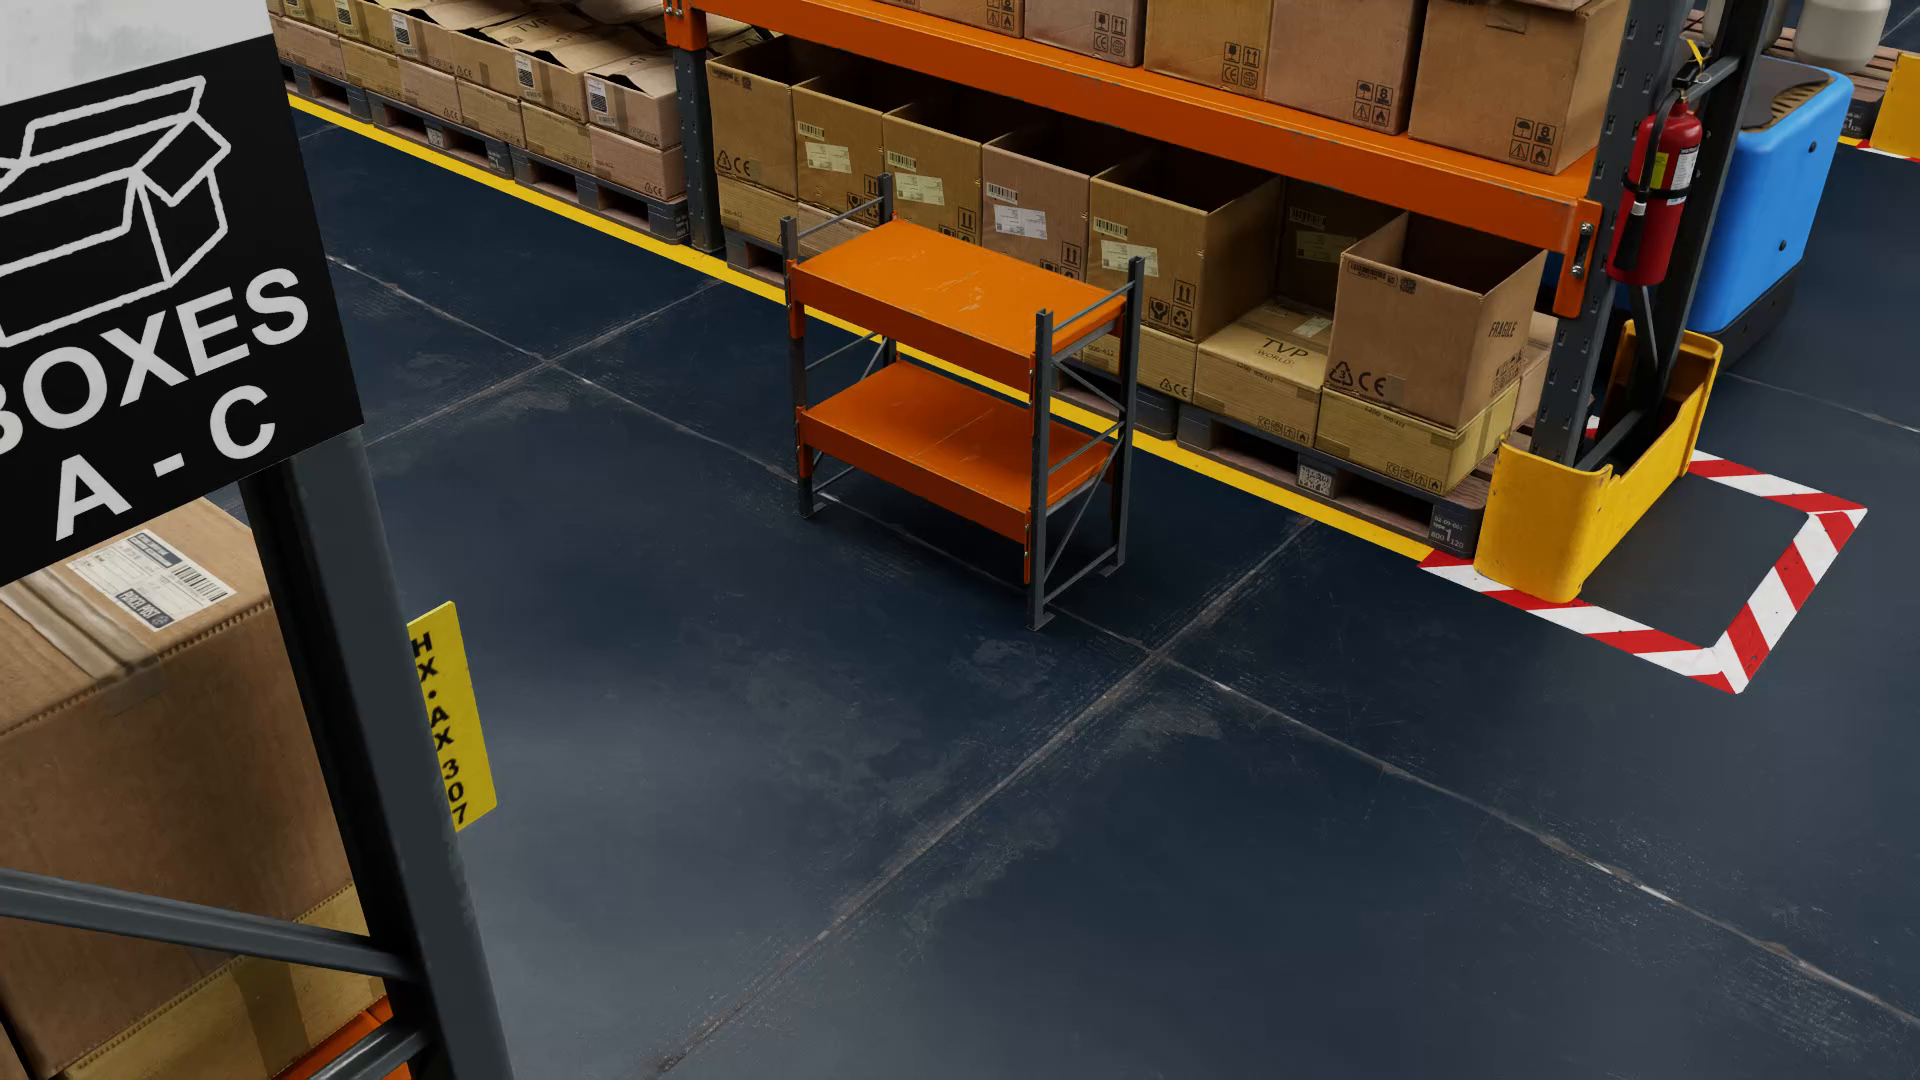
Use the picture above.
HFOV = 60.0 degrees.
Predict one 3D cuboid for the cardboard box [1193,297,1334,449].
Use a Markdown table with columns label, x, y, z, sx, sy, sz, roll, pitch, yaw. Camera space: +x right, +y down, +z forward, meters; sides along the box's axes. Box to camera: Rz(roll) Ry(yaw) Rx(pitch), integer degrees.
| label | x | y | z | sx | sy | sz | roll | pitch | yaw |
| --- | --- | --- | --- | --- | --- | --- | --- | --- | --- |
| cardboard box | 1.201 | -0.618 | 6.059 | 0.500 | 0.250 | 0.500 | 25 | 42 | 32 |

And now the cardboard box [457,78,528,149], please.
| label | x | y | z | sx | sy | sz | roll | pitch | yaw |
| --- | --- | --- | --- | --- | --- | --- | --- | --- | --- |
| cardboard box | -2.165 | -2.219 | 8.389 | 0.500 | 0.250 | 0.500 | 26 | 42 | 33 |

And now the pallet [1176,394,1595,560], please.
| label | x | y | z | sx | sy | sz | roll | pitch | yaw |
| --- | --- | --- | --- | --- | --- | --- | --- | --- | --- |
| pallet | 1.580 | -0.446 | 6.214 | 1.213 | 0.211 | 1.003 | 25 | 42 | 32 |

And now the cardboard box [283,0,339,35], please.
| label | x | y | z | sx | sy | sz | roll | pitch | yaw |
| --- | --- | --- | --- | --- | --- | --- | --- | --- | --- |
| cardboard box | -3.330 | -3.002 | 9.033 | 0.500 | 0.311 | 0.500 | 24 | 41 | 31 |

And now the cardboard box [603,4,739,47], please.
| label | x | y | z | sx | sy | sz | roll | pitch | yaw |
| --- | --- | --- | --- | --- | --- | --- | --- | --- | --- |
| cardboard box | -1.420 | -2.498 | 8.301 | 0.500 | 0.311 | 0.500 | 25 | 42 | 31 |

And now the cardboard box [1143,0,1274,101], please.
| label | x | y | z | sx | sy | sz | roll | pitch | yaw |
| --- | --- | --- | --- | --- | --- | --- | --- | --- | --- |
| cardboard box | 1.059 | -1.923 | 5.813 | 0.500 | 0.500 | 0.700 | 26 | 42 | 32 |

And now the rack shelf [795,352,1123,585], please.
| label | x | y | z | sx | sy | sz | roll | pitch | yaw |
| --- | --- | --- | --- | --- | --- | --- | --- | --- | --- |
| rack shelf | -0.005 | -0.265 | 5.574 | 1.000 | 0.278 | 0.538 | 25 | 42 | 32 |

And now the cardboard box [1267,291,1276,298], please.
| label | x | y | z | sx | sy | sz | roll | pitch | yaw |
| --- | --- | --- | --- | --- | --- | --- | --- | --- | --- |
| cardboard box | 1.154 | -1.029 | 6.656 | 0.500 | 0.250 | 0.500 | 25 | 42 | 32 |

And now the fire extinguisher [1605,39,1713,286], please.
| label | x | y | z | sx | sy | sz | roll | pitch | yaw |
| --- | --- | --- | --- | --- | --- | --- | --- | --- | --- |
| fire extinguisher | 1.988 | -1.060 | 4.713 | 0.183 | 0.674 | 0.296 | 25 | 42 | 32 |

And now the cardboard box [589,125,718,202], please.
| label | x | y | z | sx | sy | sz | roll | pitch | yaw |
| --- | --- | --- | --- | --- | --- | --- | --- | --- | --- |
| cardboard box | -1.384 | -1.850 | 7.852 | 0.500 | 0.250 | 0.500 | 25 | 42 | 31 |

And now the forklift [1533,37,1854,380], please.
| label | x | y | z | sx | sy | sz | roll | pitch | yaw |
| --- | --- | --- | --- | --- | --- | --- | --- | --- | --- |
| forklift | 2.087 | -2.505 | 6.808 | 3.031 | 2.935 | 1.130 | 27 | 43 | 34 |

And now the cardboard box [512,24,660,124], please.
| label | x | y | z | sx | sy | sz | roll | pitch | yaw |
| --- | --- | --- | --- | --- | --- | --- | --- | --- | --- |
| cardboard box | -1.779 | -2.264 | 7.960 | 0.500 | 0.311 | 0.500 | 27 | 42 | 33 |

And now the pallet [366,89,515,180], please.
| label | x | y | z | sx | sy | sz | roll | pitch | yaw |
| --- | --- | --- | --- | --- | --- | --- | --- | --- | --- |
| pallet | -2.413 | -2.328 | 8.954 | 1.213 | 0.211 | 1.003 | 25 | 42 | 32 |

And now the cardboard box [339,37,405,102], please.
| label | x | y | z | sx | sy | sz | roll | pitch | yaw |
| --- | --- | --- | --- | --- | --- | --- | --- | --- | --- |
| cardboard box | -2.949 | -2.590 | 8.929 | 0.500 | 0.250 | 0.500 | 24 | 41 | 31 |

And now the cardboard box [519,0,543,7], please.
| label | x | y | z | sx | sy | sz | roll | pitch | yaw |
| --- | --- | --- | --- | --- | --- | --- | --- | --- | --- |
| cardboard box | -2.221 | -2.871 | 8.844 | 0.500 | 0.311 | 0.500 | 27 | 42 | 33 |

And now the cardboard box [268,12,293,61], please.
| label | x | y | z | sx | sy | sz | roll | pitch | yaw |
| --- | --- | --- | --- | --- | --- | --- | --- | --- | --- |
| cardboard box | -3.739 | -2.957 | 9.464 | 0.500 | 0.250 | 0.500 | 25 | 42 | 32 |

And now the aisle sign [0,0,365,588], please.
| label | x | y | z | sx | sy | sz | roll | pitch | yaw |
| --- | --- | --- | --- | --- | --- | --- | --- | --- | --- |
| aisle sign | -0.725 | -0.357 | 1.323 | 0.004 | 0.787 | 0.394 | 25 | 42 | 32 |

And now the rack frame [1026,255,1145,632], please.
| label | x | y | z | sx | sy | sz | roll | pitch | yaw |
| --- | --- | --- | --- | --- | --- | --- | --- | --- | --- |
| rack frame | 0.385 | -0.282 | 5.167 | 0.032 | 1.125 | 0.500 | 25 | 42 | 32 |

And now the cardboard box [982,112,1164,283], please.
| label | x | y | z | sx | sy | sz | roll | pitch | yaw |
| --- | --- | --- | --- | --- | --- | --- | --- | --- | --- |
| cardboard box | 0.430 | -1.288 | 6.372 | 0.500 | 0.500 | 0.500 | 25 | 42 | 32 |

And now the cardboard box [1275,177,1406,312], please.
| label | x | y | z | sx | sy | sz | roll | pitch | yaw |
| --- | --- | --- | --- | --- | --- | --- | --- | --- | --- |
| cardboard box | 1.539 | -1.157 | 6.181 | 0.500 | 0.500 | 0.500 | 25 | 42 | 32 |

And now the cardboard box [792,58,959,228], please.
| label | x | y | z | sx | sy | sz | roll | pitch | yaw |
| --- | --- | --- | --- | --- | --- | --- | --- | --- | --- |
| cardboard box | -0.335 | -1.653 | 6.903 | 0.500 | 0.500 | 0.500 | 25 | 42 | 32 |

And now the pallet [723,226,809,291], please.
| label | x | y | z | sx | sy | sz | roll | pitch | yaw |
| --- | --- | --- | --- | --- | --- | --- | --- | --- | --- |
| pallet | -0.296 | -1.330 | 7.500 | 1.213 | 0.211 | 1.003 | 25 | 42 | 32 |

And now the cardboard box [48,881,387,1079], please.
| label | x | y | z | sx | sy | sz | roll | pitch | yaw |
| --- | --- | --- | --- | --- | --- | --- | --- | --- | --- |
| cardboard box | -1.144 | 0.558 | 2.402 | 0.500 | 0.250 | 0.500 | 24 | 41 | 31 |

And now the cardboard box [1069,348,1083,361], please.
| label | x | y | z | sx | sy | sz | roll | pitch | yaw |
| --- | --- | --- | --- | --- | --- | --- | --- | --- | --- |
| cardboard box | 0.432 | -0.981 | 6.586 | 0.500 | 0.250 | 0.500 | 25 | 42 | 32 |

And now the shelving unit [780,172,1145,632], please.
| label | x | y | z | sx | sy | sz | roll | pitch | yaw |
| --- | --- | --- | --- | --- | --- | --- | --- | --- | --- |
| shelving unit | -0.005 | -0.466 | 5.435 | 1.048 | 1.125 | 0.538 | 25 | 42 | 32 |

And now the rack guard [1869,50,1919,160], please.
| label | x | y | z | sx | sy | sz | roll | pitch | yaw |
| --- | --- | --- | --- | --- | --- | --- | --- | --- | --- |
| rack guard | 5.278 | -2.467 | 8.901 | 0.348 | 0.500 | 1.175 | 25 | 42 | 32 |

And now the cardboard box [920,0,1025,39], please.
| label | x | y | z | sx | sy | sz | roll | pitch | yaw |
| --- | --- | --- | --- | --- | --- | --- | --- | --- | --- |
| cardboard box | 0.258 | -2.298 | 6.358 | 0.500 | 0.500 | 0.700 | 26 | 42 | 32 |

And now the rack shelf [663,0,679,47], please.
| label | x | y | z | sx | sy | sz | roll | pitch | yaw |
| --- | --- | --- | --- | --- | --- | --- | --- | --- | --- |
| rack shelf | -2.417 | -3.214 | 8.416 | 4.000 | 0.370 | 1.077 | 25 | 42 | 32 |

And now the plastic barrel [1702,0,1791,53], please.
| label | x | y | z | sx | sy | sz | roll | pitch | yaw |
| --- | --- | --- | --- | --- | --- | --- | --- | --- | --- |
| plastic barrel | 4.426 | -3.025 | 9.332 | 0.421 | 0.512 | 0.421 | 0 | 34 | 0 |

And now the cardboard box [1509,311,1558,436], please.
| label | x | y | z | sx | sy | sz | roll | pitch | yaw |
| --- | --- | --- | --- | --- | --- | --- | --- | --- | --- |
| cardboard box | 1.924 | -0.668 | 6.131 | 0.500 | 0.250 | 0.500 | 25 | 42 | 32 |

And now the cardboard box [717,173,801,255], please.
| label | x | y | z | sx | sy | sz | roll | pitch | yaw |
| --- | --- | --- | --- | --- | --- | --- | --- | --- | --- |
| cardboard box | -0.718 | -1.526 | 7.380 | 0.500 | 0.250 | 0.500 | 25 | 42 | 32 |

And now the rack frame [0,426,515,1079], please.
| label | x | y | z | sx | sy | sz | roll | pitch | yaw |
| --- | --- | --- | --- | --- | --- | --- | --- | --- | --- |
| rack frame | -0.970 | 0.818 | 1.909 | 0.053 | 2.616 | 0.949 | 25 | 42 | 32 |

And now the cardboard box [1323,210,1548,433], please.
| label | x | y | z | sx | sy | sz | roll | pitch | yaw |
| --- | --- | --- | --- | --- | --- | --- | --- | --- | --- |
| cardboard box | 1.592 | -0.751 | 5.589 | 0.500 | 0.500 | 0.500 | 25 | 42 | 32 |

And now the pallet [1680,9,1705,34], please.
| label | x | y | z | sx | sy | sz | roll | pitch | yaw |
| --- | --- | --- | --- | --- | --- | --- | --- | --- | --- |
| pallet | 3.723 | -3.087 | 10.059 | 1.213 | 0.211 | 1.003 | 25 | 42 | 32 |

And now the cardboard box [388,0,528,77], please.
| label | x | y | z | sx | sy | sz | roll | pitch | yaw |
| --- | --- | --- | --- | --- | --- | --- | --- | --- | --- |
| cardboard box | -2.544 | -2.630 | 8.492 | 0.500 | 0.311 | 0.500 | 25 | 41 | 31 |

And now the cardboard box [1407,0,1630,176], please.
| label | x | y | z | sx | sy | sz | roll | pitch | yaw |
| --- | --- | --- | --- | --- | --- | --- | --- | --- | --- |
| cardboard box | 1.844 | -1.553 | 5.273 | 0.500 | 0.500 | 0.700 | 25 | 42 | 32 |

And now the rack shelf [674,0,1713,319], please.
| label | x | y | z | sx | sy | sz | roll | pitch | yaw |
| --- | --- | --- | --- | --- | --- | --- | --- | --- | --- |
| rack shelf | 0.657 | -1.765 | 6.306 | 4.000 | 0.370 | 1.077 | 25 | 42 | 32 |
